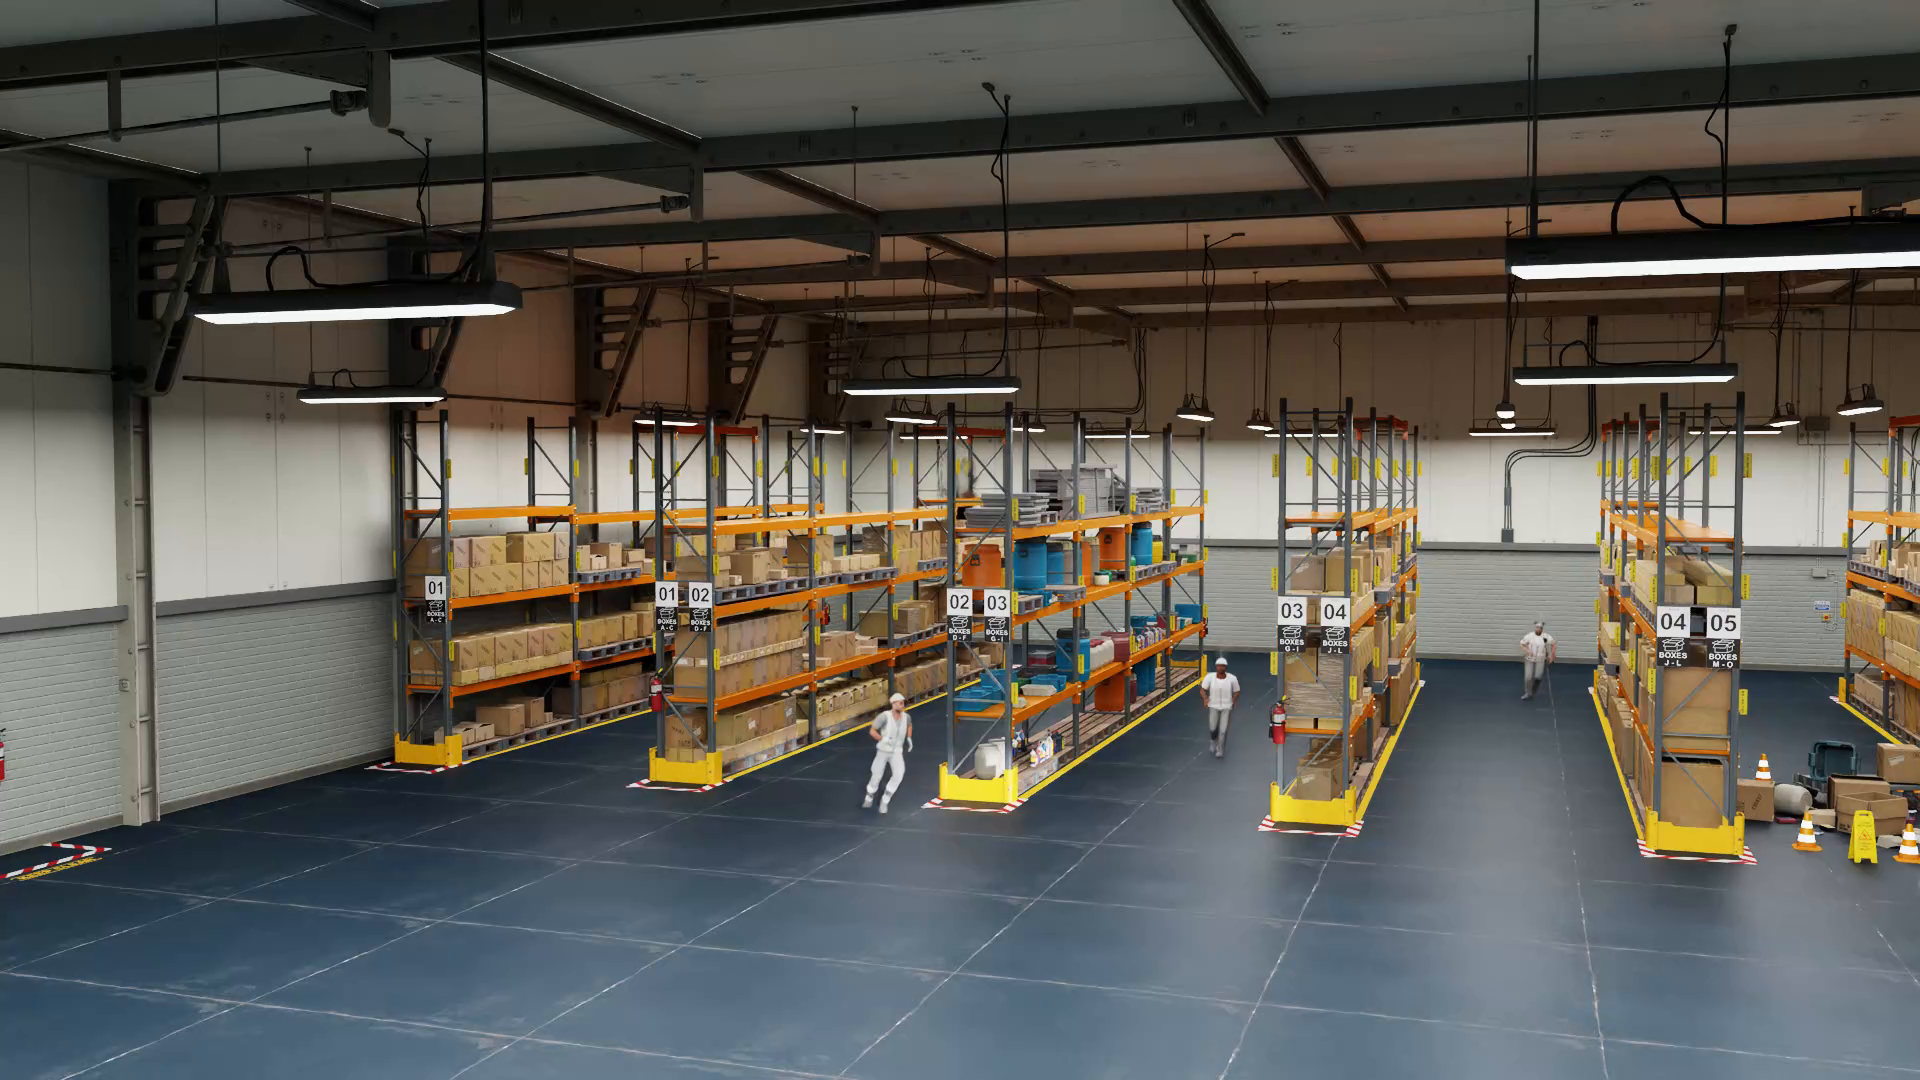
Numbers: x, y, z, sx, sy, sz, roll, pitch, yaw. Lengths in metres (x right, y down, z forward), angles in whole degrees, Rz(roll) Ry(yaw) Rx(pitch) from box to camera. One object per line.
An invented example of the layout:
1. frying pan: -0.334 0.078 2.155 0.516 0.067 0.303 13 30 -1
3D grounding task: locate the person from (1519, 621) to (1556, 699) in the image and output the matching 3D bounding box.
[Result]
1. person: 12.483 2.595 35.967 0.753 1.714 0.580 1 3 20

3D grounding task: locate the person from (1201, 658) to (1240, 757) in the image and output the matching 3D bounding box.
1. person: 4.503 2.900 28.776 0.676 1.720 0.571 0 2 8

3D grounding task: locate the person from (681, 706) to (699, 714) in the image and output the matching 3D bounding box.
1. person: -4.912 2.877 30.502 0.622 1.661 0.548 1 2 12

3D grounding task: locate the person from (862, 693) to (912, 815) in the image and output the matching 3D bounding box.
1. person: -1.004 3.107 24.319 0.786 1.739 0.723 -1 3 -23
